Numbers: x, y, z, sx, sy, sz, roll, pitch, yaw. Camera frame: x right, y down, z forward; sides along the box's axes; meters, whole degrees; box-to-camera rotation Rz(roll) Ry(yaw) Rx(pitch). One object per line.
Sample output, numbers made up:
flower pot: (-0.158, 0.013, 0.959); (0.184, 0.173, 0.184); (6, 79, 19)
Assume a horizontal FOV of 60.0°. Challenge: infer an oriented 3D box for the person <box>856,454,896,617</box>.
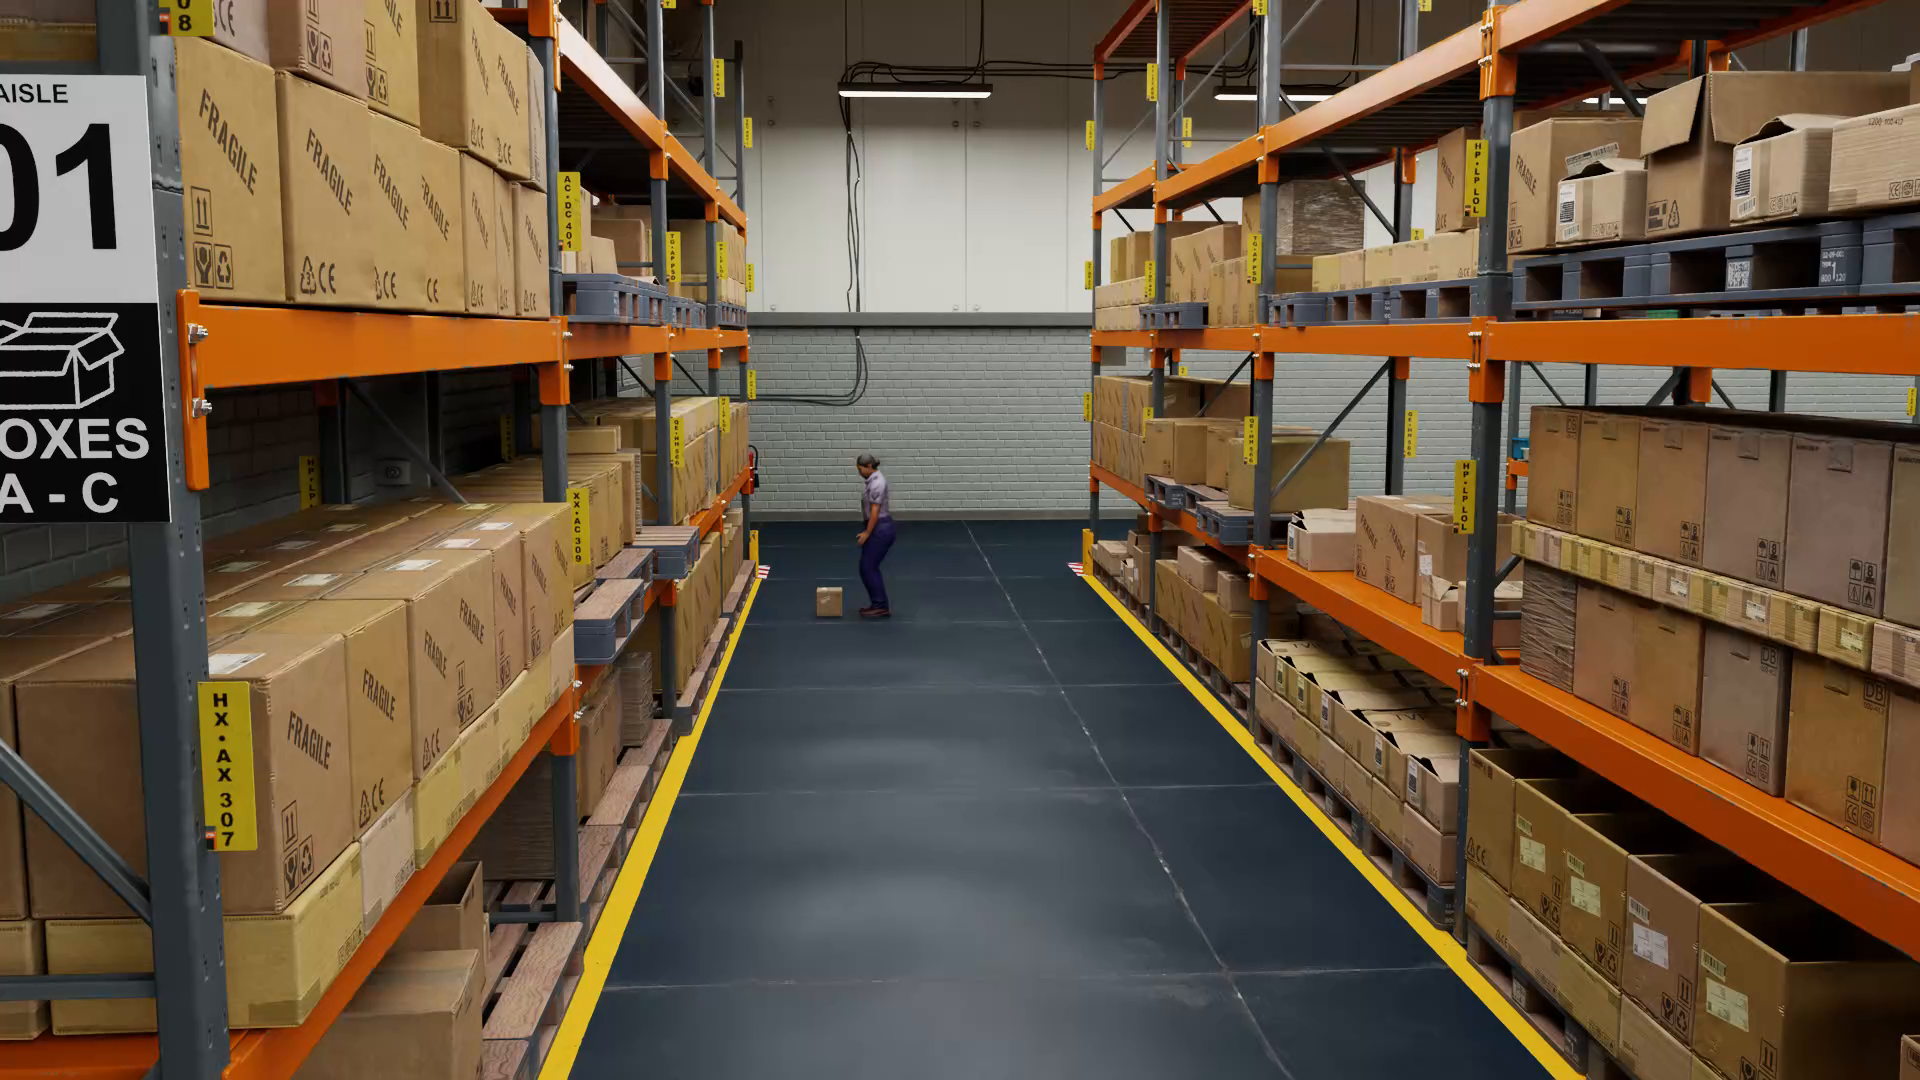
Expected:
person: (-0.829, -0.052, 16.459); (0.396, 1.607, 0.496); (0, 7, -2)
